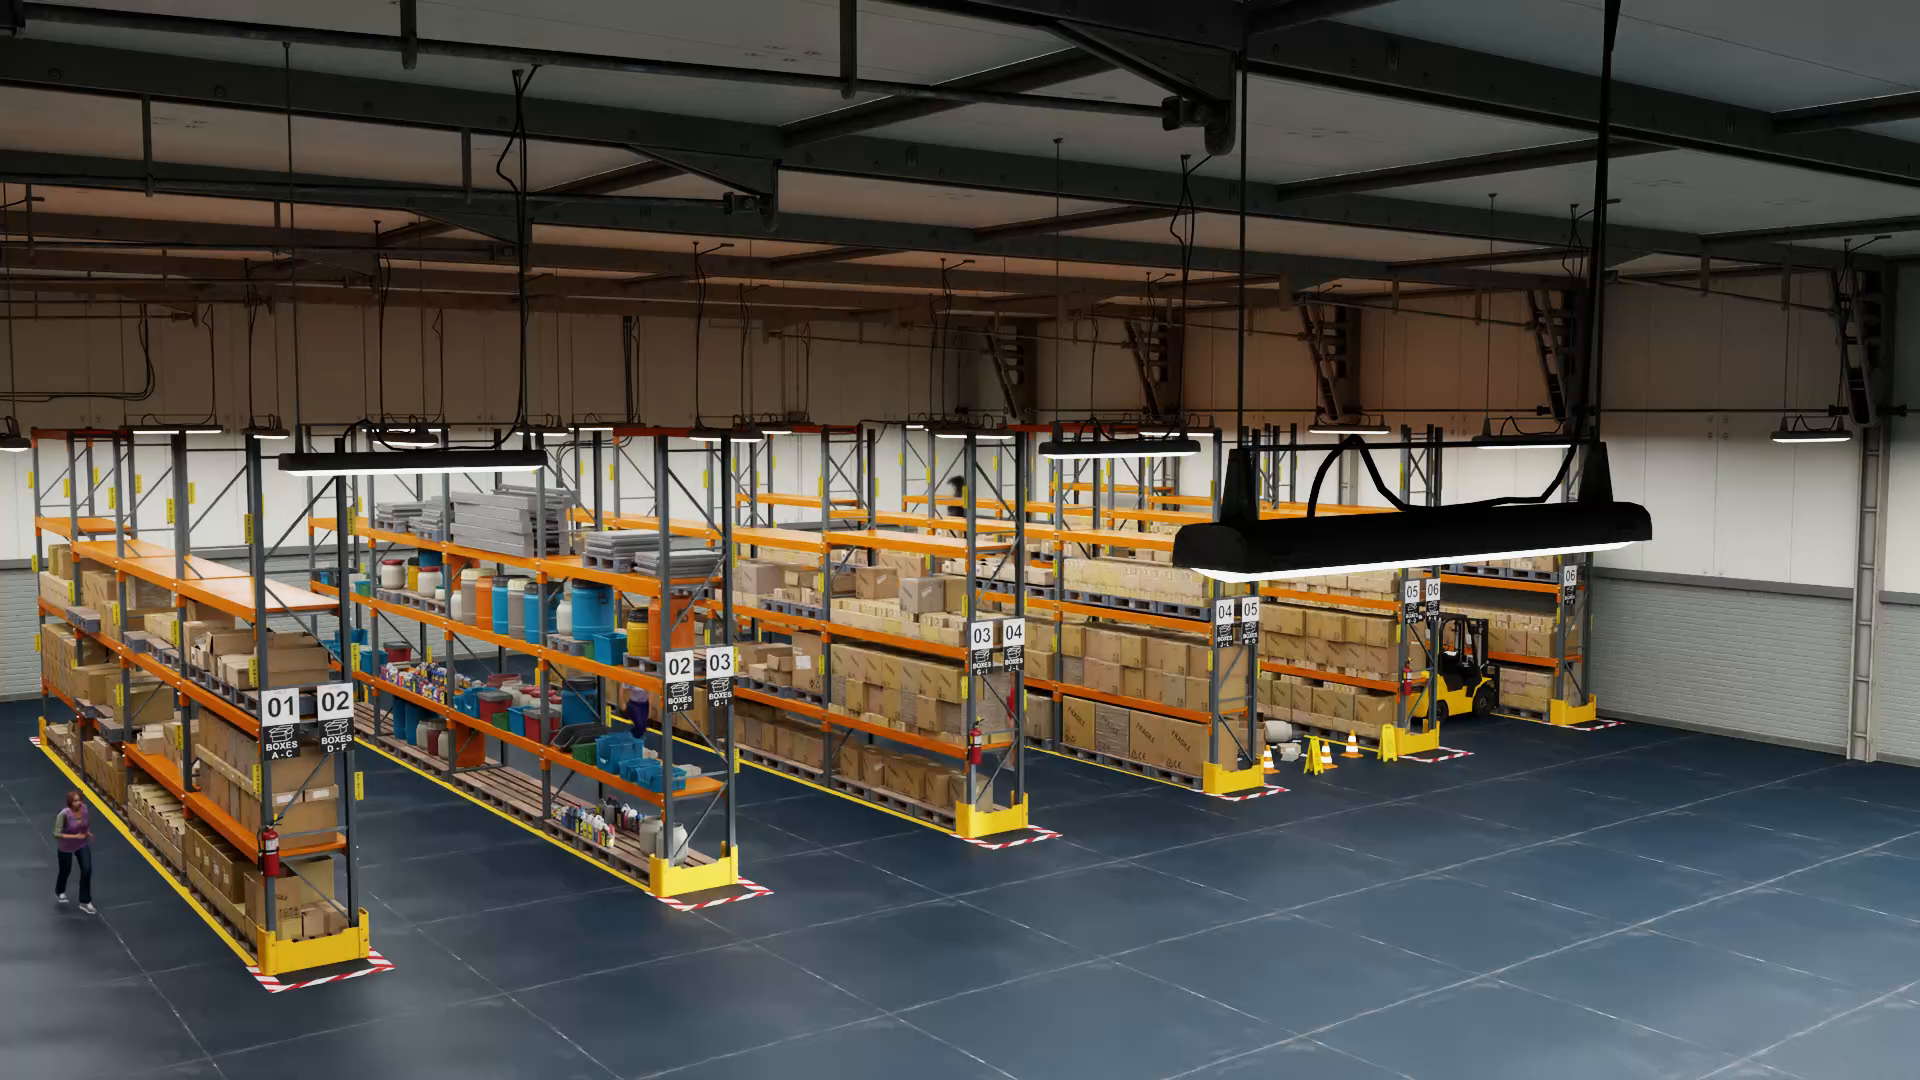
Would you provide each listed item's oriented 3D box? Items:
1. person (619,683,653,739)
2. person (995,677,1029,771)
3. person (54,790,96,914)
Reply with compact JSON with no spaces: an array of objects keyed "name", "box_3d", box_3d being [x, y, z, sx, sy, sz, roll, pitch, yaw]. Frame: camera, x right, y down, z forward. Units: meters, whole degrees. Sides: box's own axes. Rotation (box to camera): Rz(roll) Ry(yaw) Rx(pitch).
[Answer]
[{"name":"person","box_3d":[-5.981,3.118,30.868,0.673,1.595,0.527,-4,6,-44]},{"name":"person","box_3d":[0.883,3.219,29.165,0.566,1.676,0.659,3,5,34]},{"name":"person","box_3d":[-11.192,3.899,20.975,0.905,1.566,0.533,4,6,42]}]
